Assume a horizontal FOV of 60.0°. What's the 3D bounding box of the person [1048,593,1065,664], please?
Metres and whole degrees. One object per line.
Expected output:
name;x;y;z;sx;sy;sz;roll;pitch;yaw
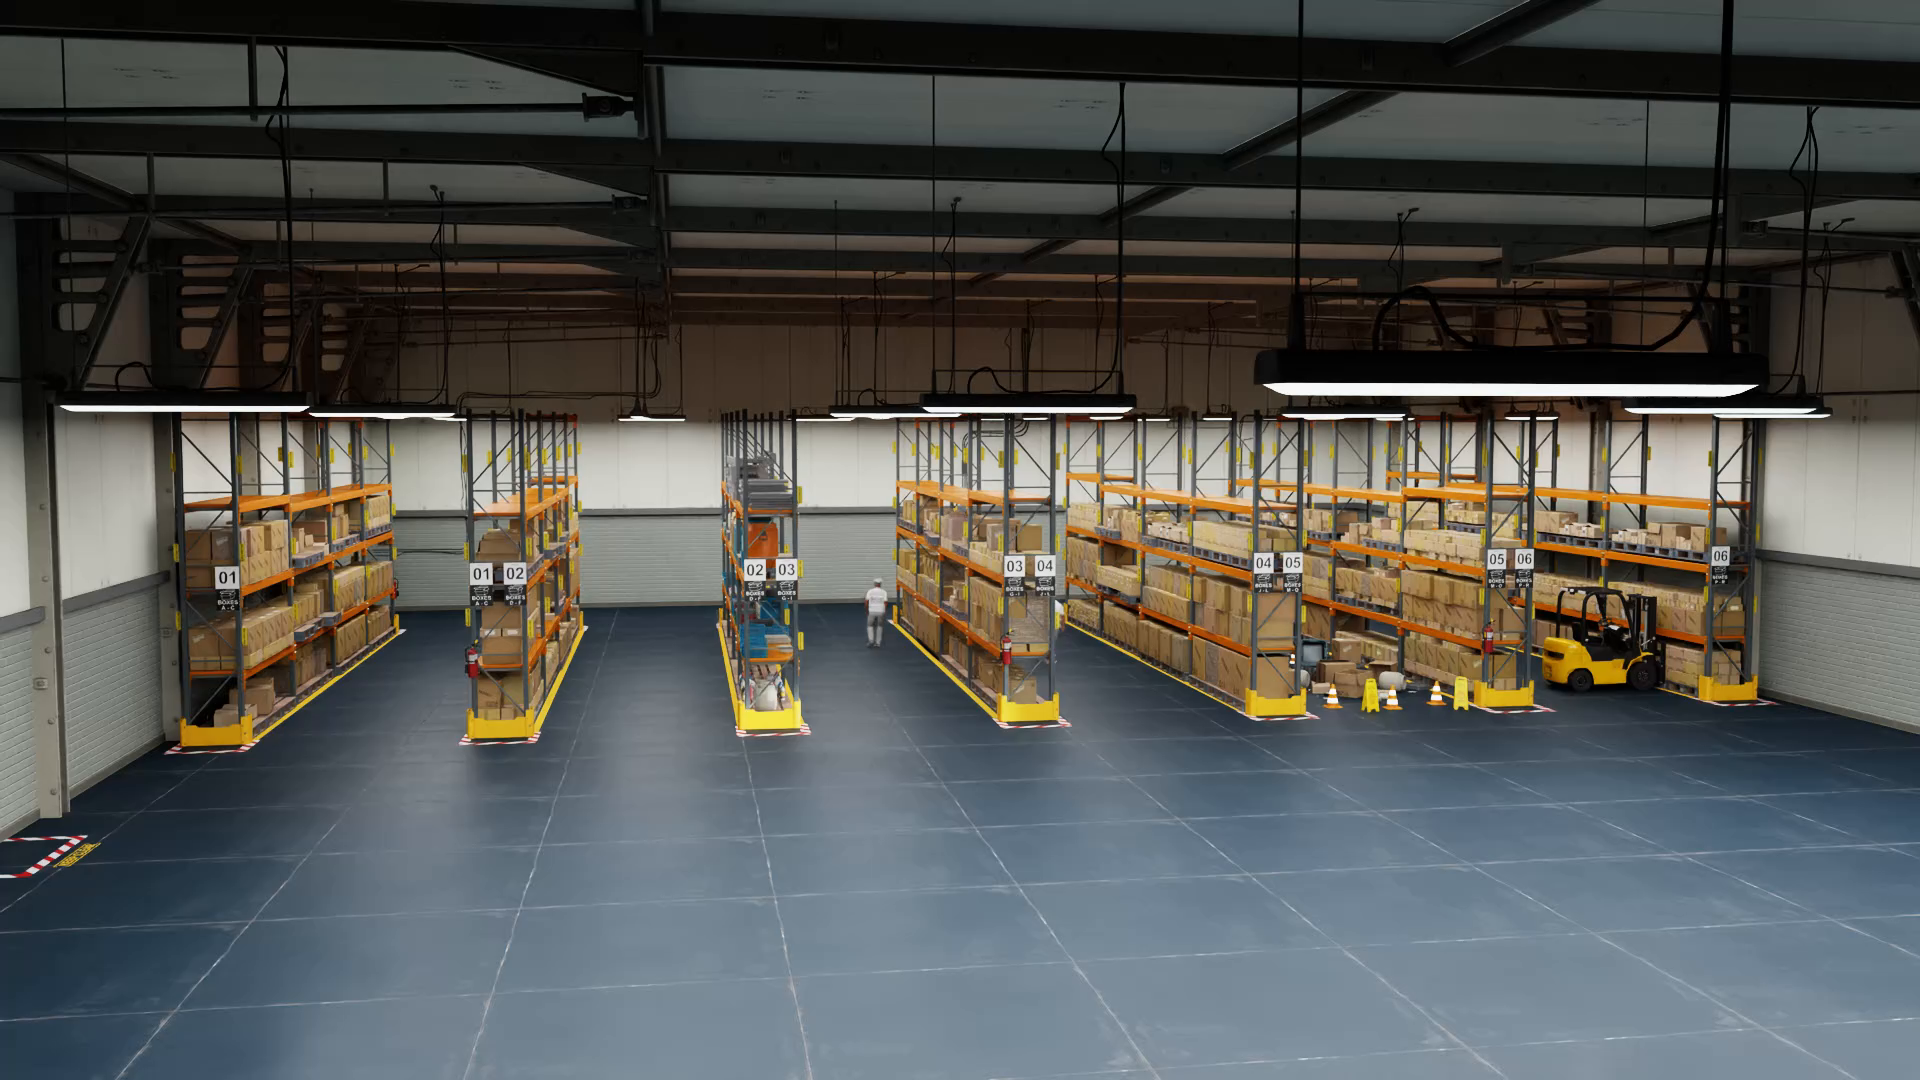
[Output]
person;2.235;2.068;39.732;0.589;1.693;1.067;-1;4;-18

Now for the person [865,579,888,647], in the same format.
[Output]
person;-2.145;1.893;42.759;0.598;1.777;0.500;0;4;-1
